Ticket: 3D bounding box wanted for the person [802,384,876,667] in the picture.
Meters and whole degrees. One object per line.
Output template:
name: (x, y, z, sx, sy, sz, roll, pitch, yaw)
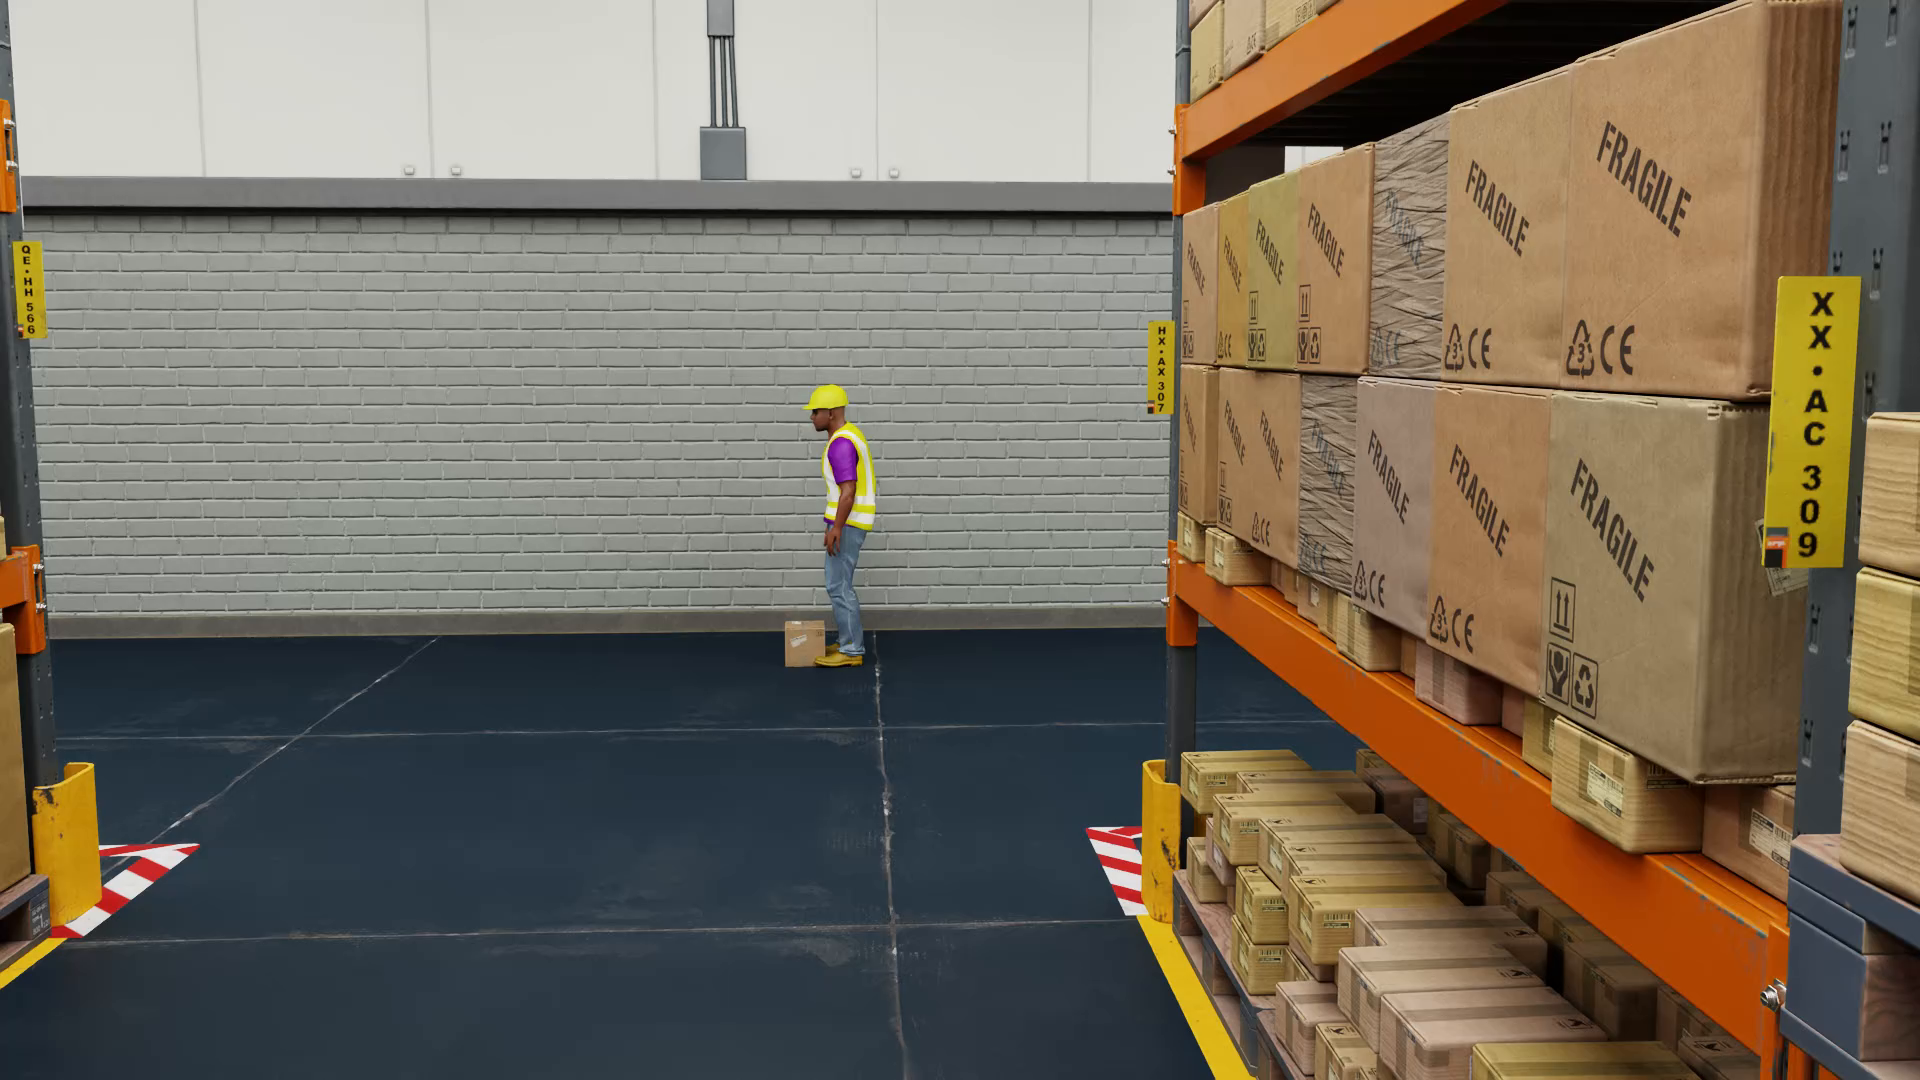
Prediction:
person: (-0.756, -0.097, 10.472, 0.456, 1.761, 0.627, 0, 7, -3)
